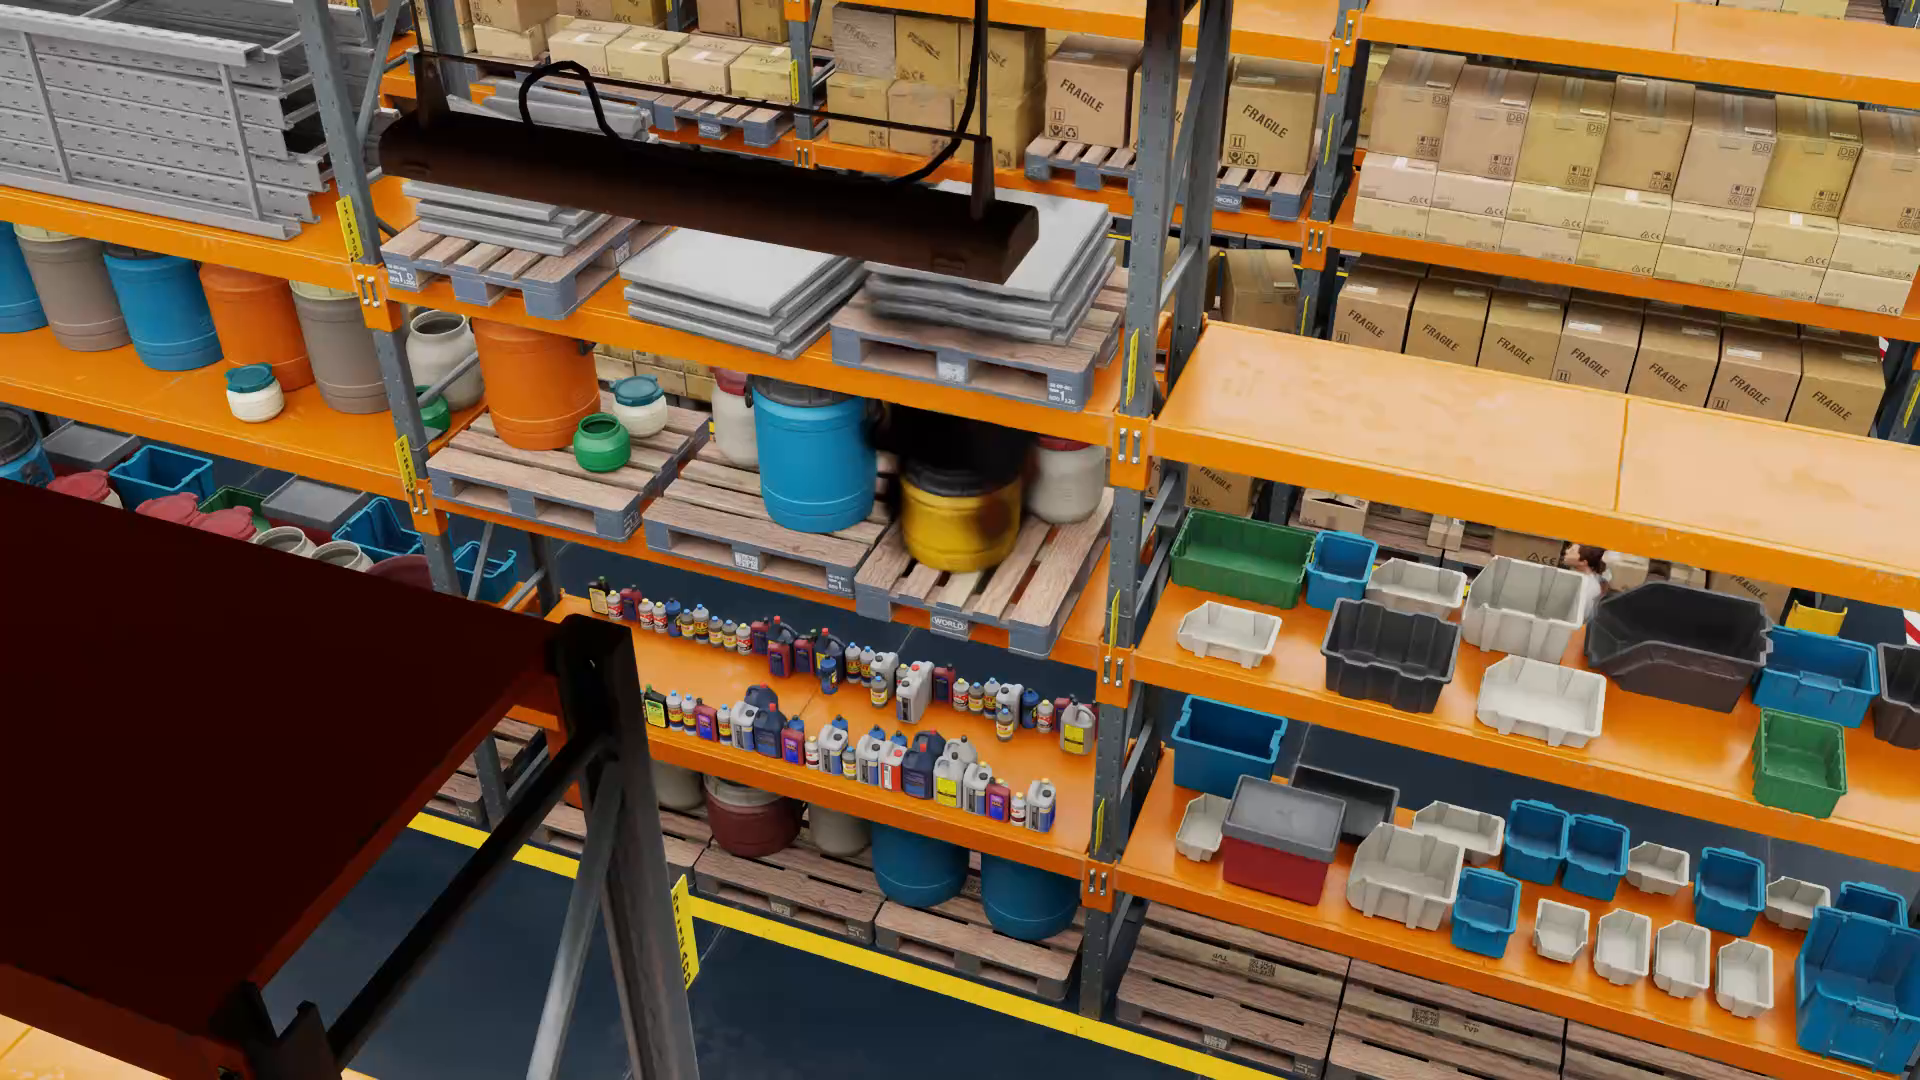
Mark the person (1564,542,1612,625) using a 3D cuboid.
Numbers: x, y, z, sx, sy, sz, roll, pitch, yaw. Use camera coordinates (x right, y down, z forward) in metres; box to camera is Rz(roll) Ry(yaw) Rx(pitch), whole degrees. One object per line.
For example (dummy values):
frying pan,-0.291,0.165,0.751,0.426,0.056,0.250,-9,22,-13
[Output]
person,4.106,0.633,11.140,0.774,1.605,0.498,6,37,8
